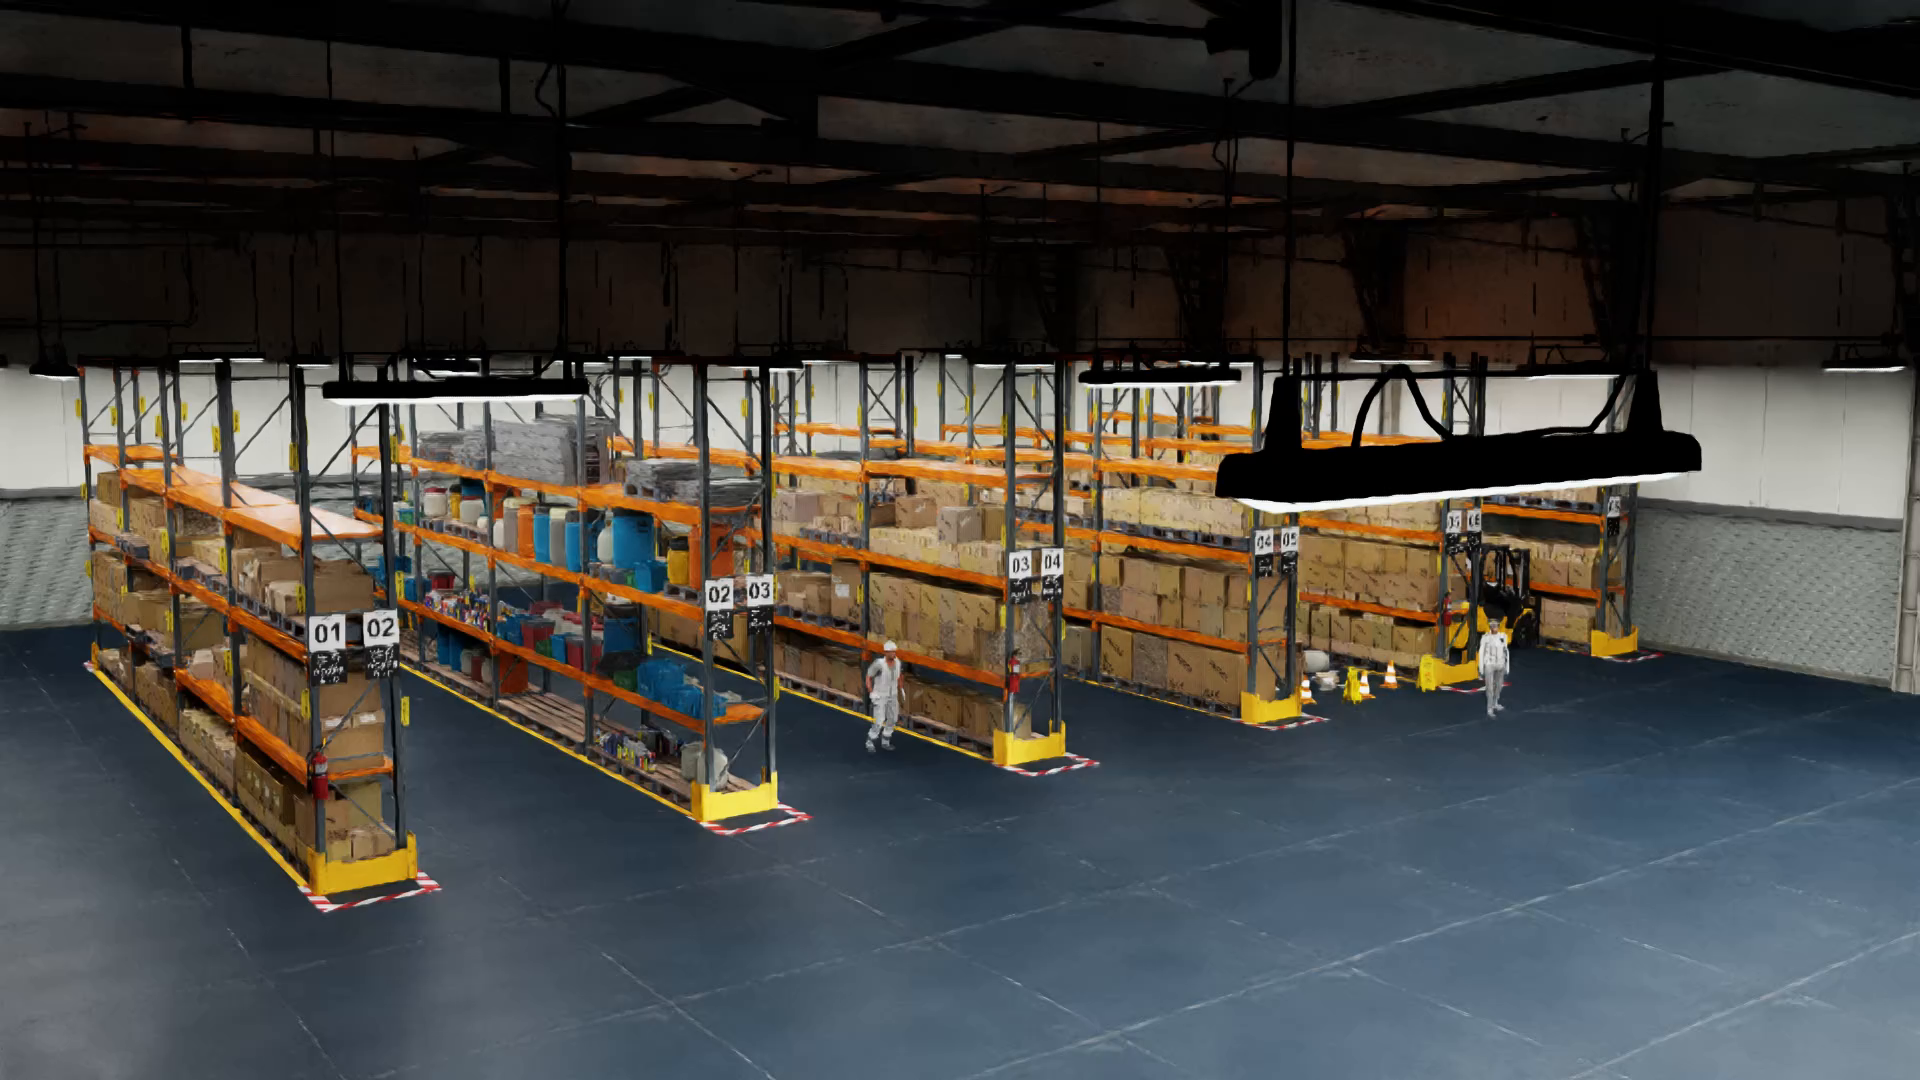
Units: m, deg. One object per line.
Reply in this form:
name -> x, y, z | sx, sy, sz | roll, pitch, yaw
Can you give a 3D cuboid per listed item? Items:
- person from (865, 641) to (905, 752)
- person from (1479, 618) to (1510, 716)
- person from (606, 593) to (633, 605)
person -> -1.137, 2.392, 25.482 | 0.677, 1.742, 0.552 | -5, 9, -37
person -> 9.023, 2.109, 28.137 | 0.517, 1.660, 0.547 | 0, 7, 2
person -> -6.772, 1.473, 33.119 | 0.542, 1.672, 1.126 | -4, 8, -33
